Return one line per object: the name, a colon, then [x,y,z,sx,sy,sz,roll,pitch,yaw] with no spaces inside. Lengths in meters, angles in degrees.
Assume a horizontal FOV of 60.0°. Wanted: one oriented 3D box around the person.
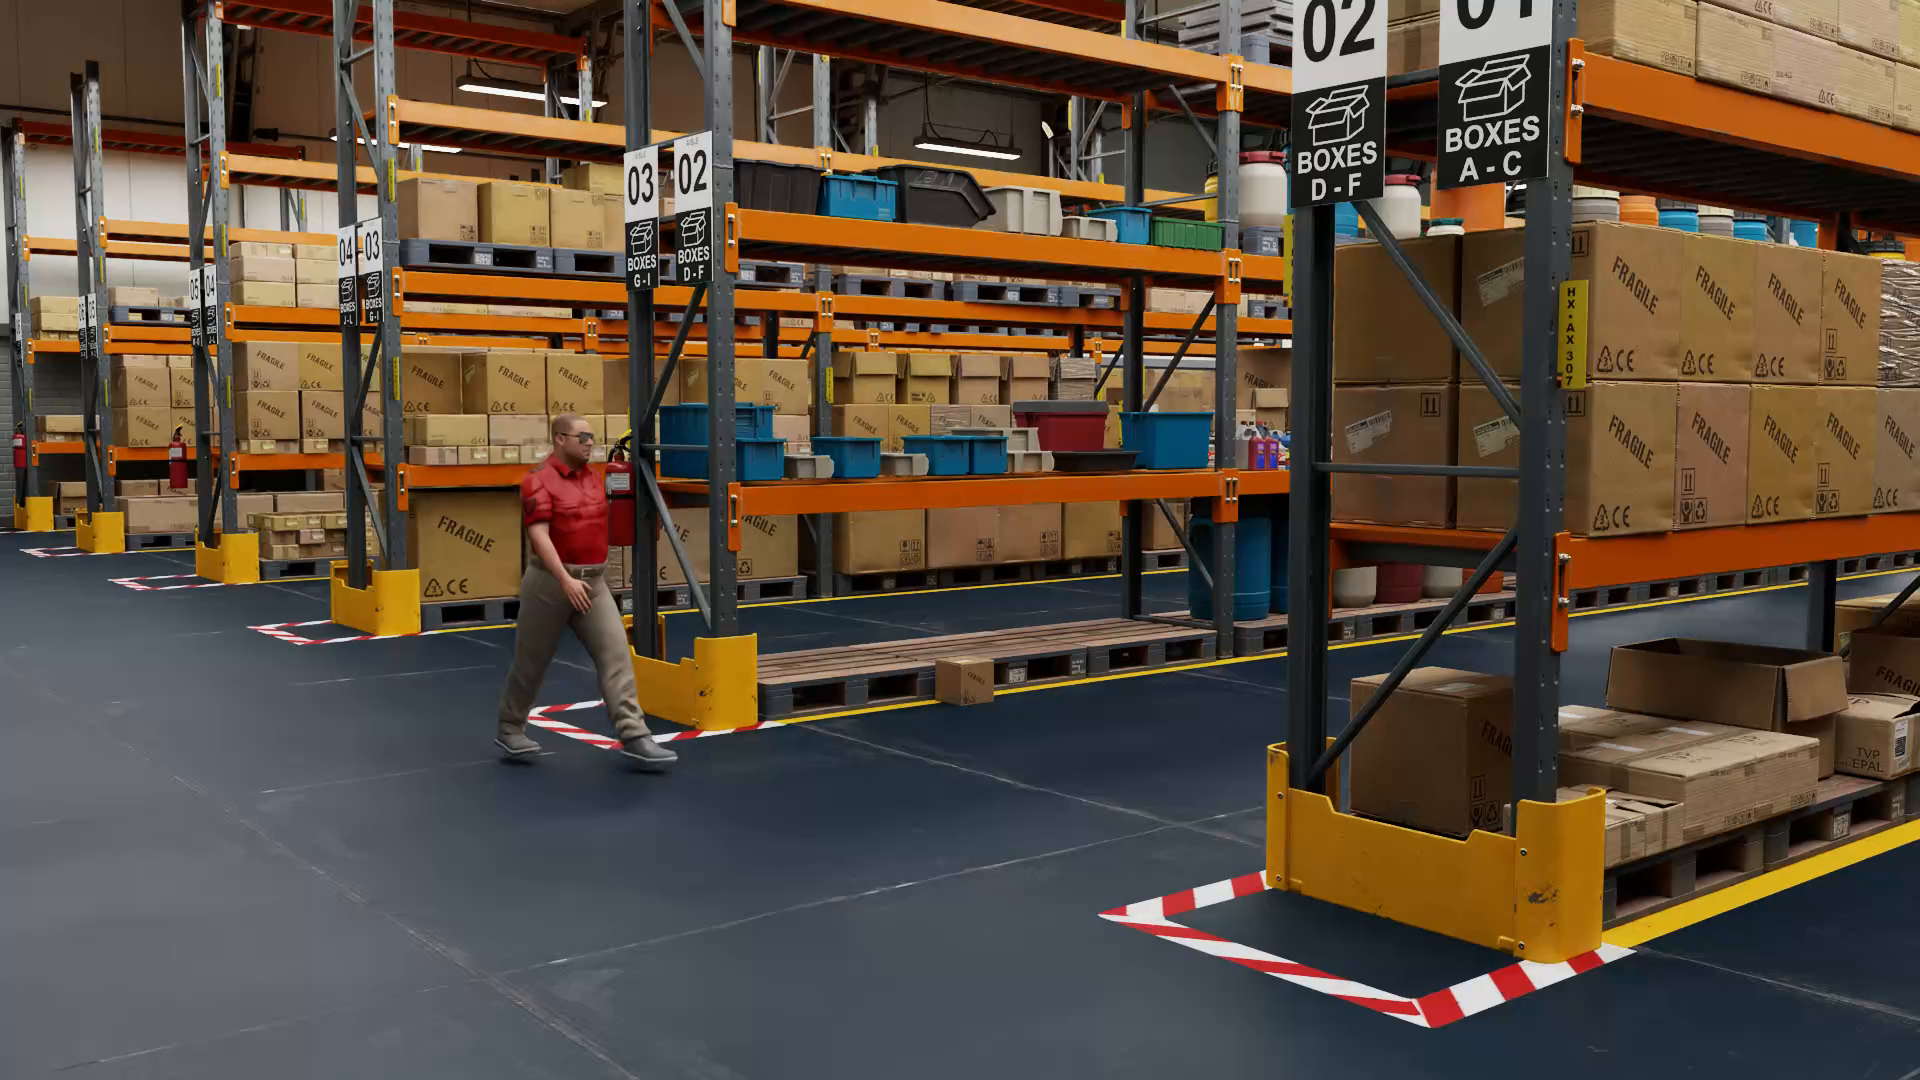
person: [-1.821,0.224,7.979,1.052,1.665,0.558,3,5,37]
